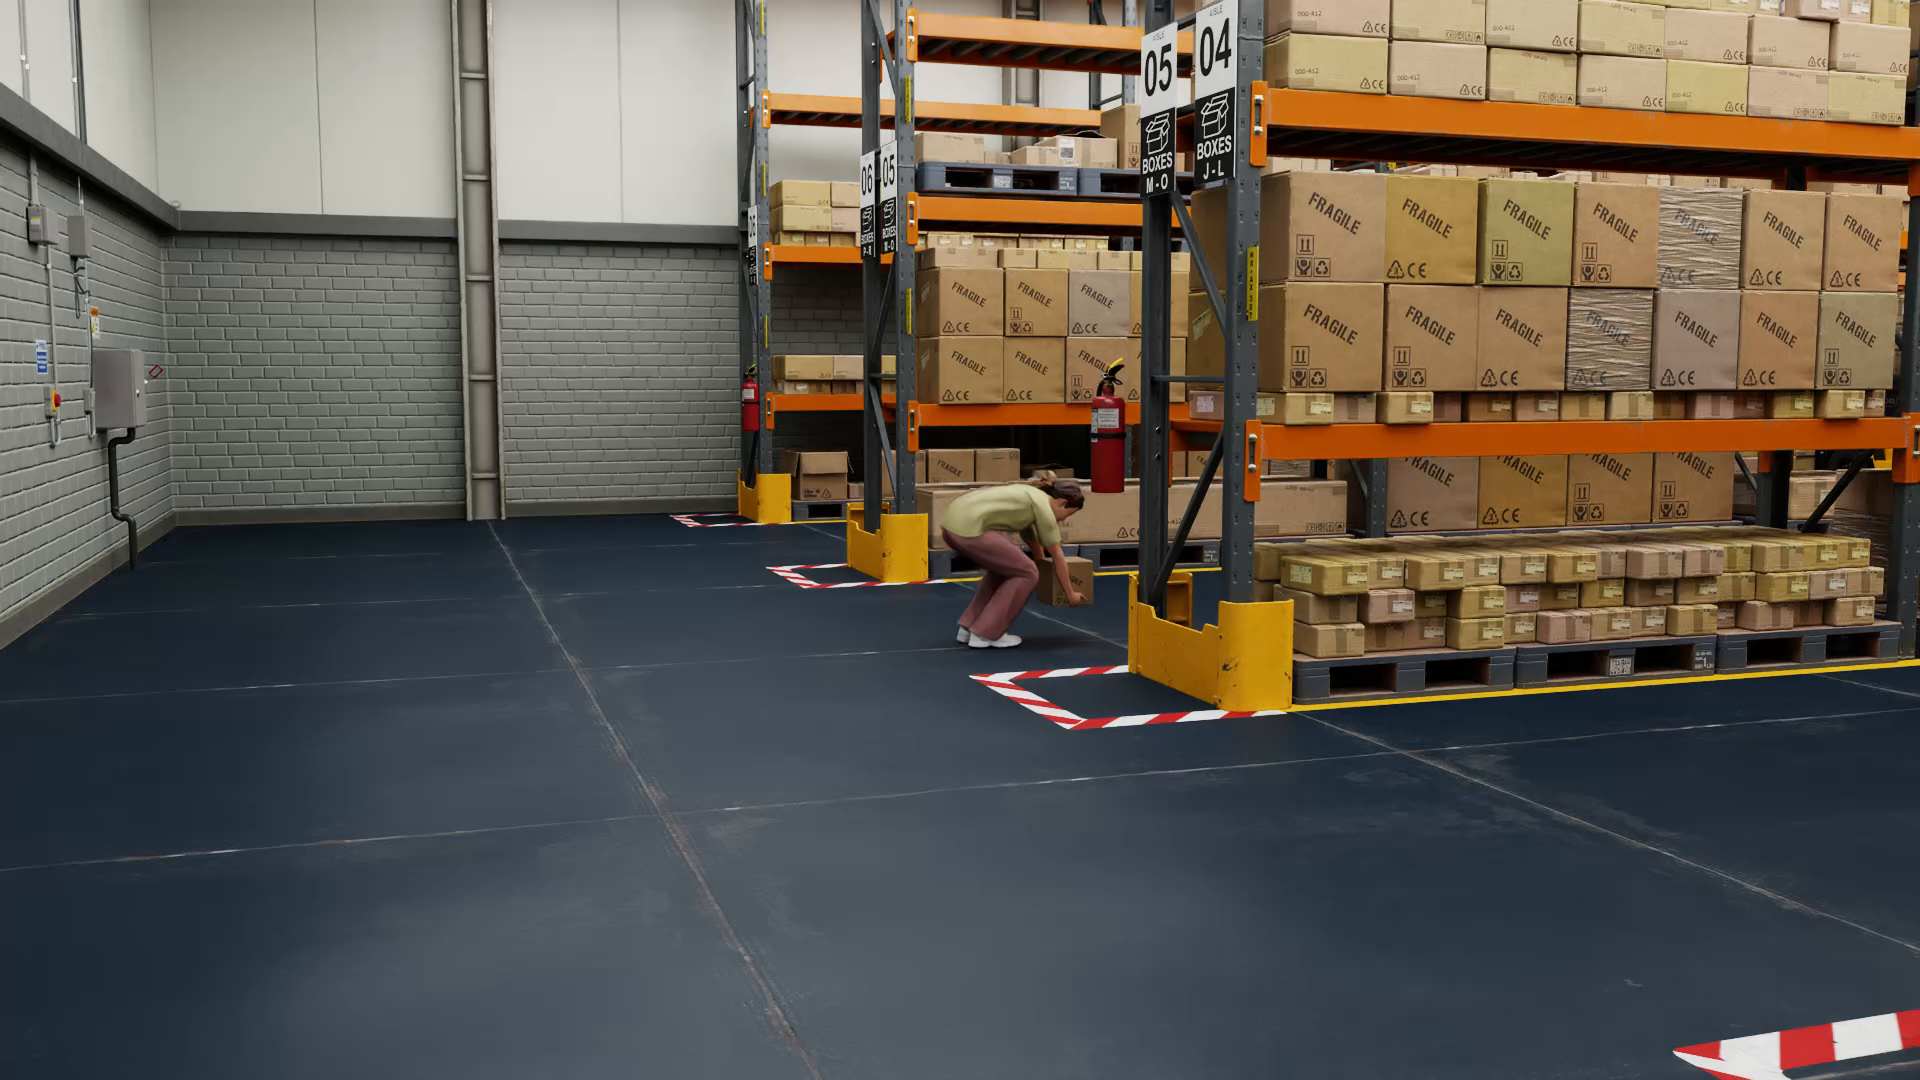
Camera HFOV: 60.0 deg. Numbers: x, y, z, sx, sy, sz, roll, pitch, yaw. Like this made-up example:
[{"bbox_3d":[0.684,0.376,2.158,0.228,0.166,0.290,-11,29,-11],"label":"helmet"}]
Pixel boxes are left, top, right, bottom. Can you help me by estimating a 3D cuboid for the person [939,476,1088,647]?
[{"bbox_3d":[0.310,0.158,9.480,0.864,0.863,0.476,-2,6,-21],"label":"person"}]
